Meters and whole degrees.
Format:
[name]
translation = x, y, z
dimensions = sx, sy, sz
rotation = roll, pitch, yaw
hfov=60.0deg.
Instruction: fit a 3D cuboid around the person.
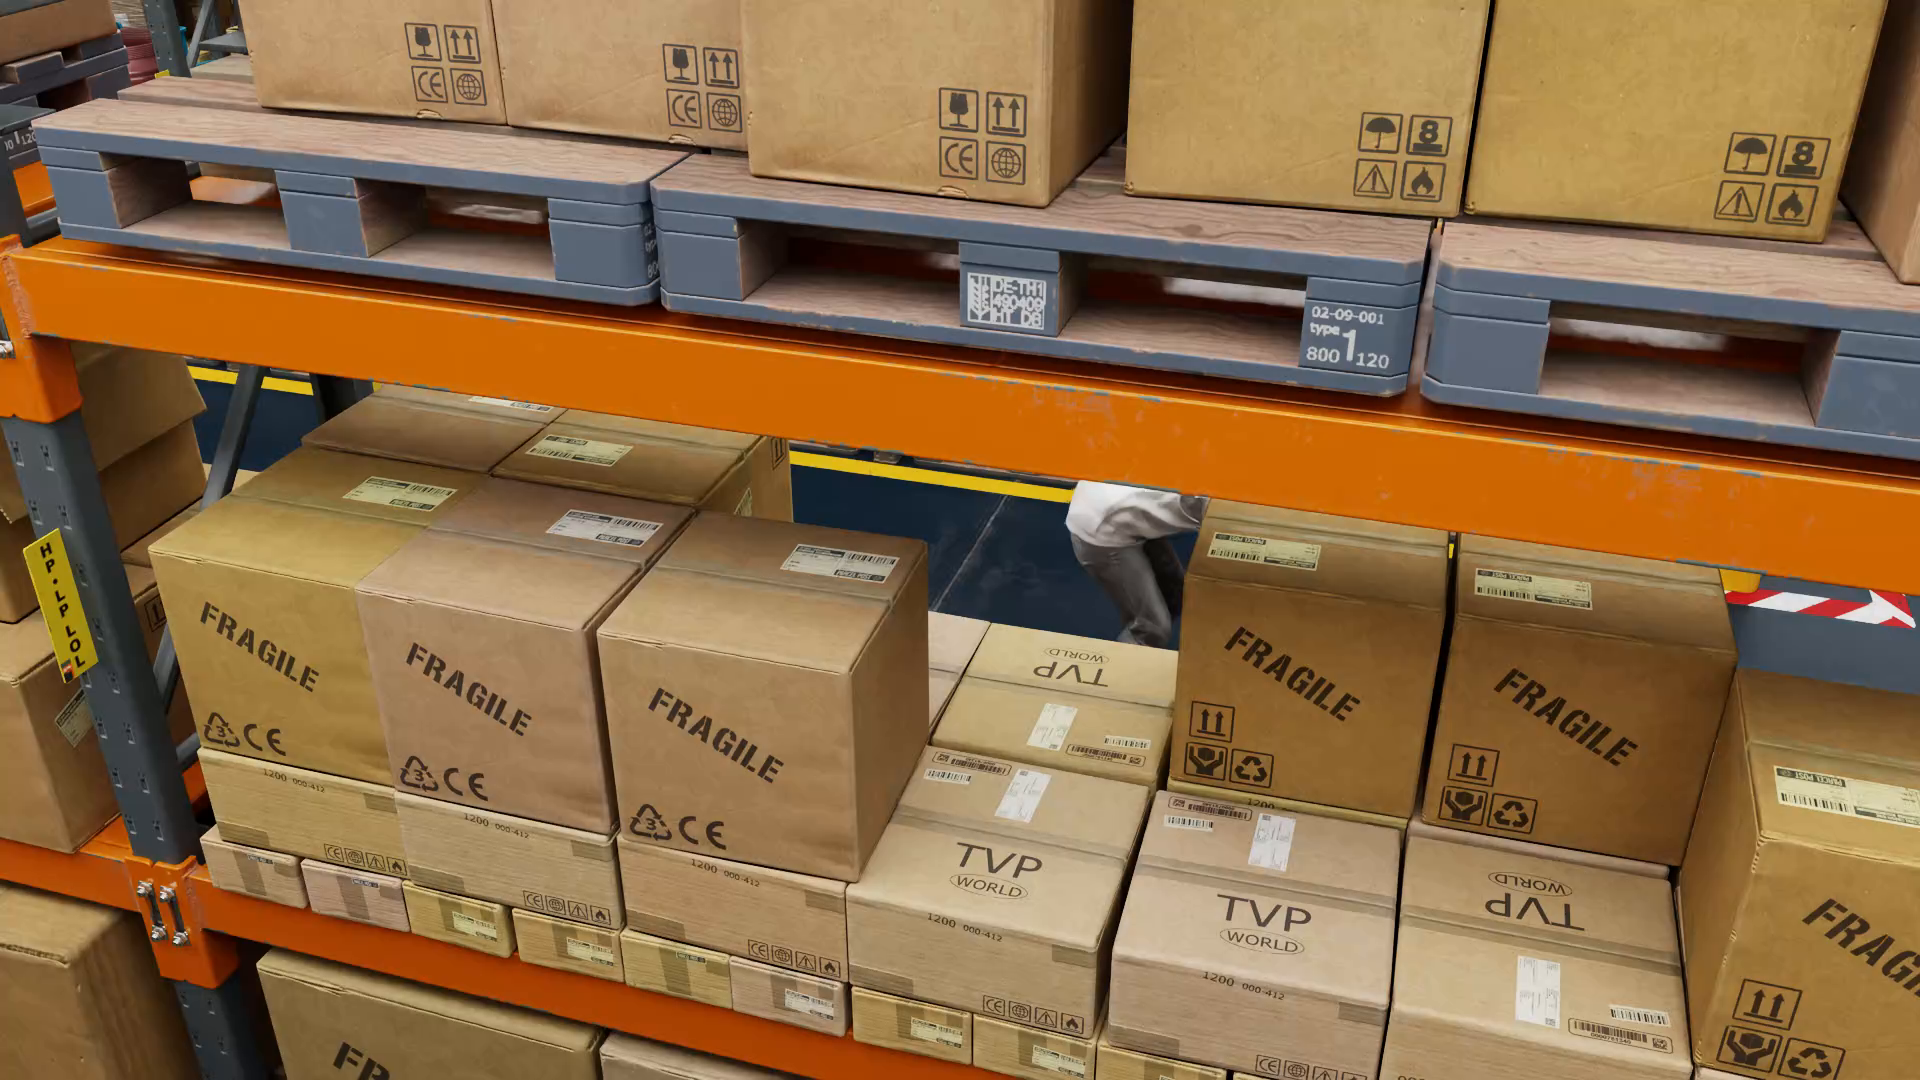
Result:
[person]
translation = 0.870, 0.066, 6.339
dimensions = 0.898, 1.427, 0.468
rotation = 8, 30, 14
